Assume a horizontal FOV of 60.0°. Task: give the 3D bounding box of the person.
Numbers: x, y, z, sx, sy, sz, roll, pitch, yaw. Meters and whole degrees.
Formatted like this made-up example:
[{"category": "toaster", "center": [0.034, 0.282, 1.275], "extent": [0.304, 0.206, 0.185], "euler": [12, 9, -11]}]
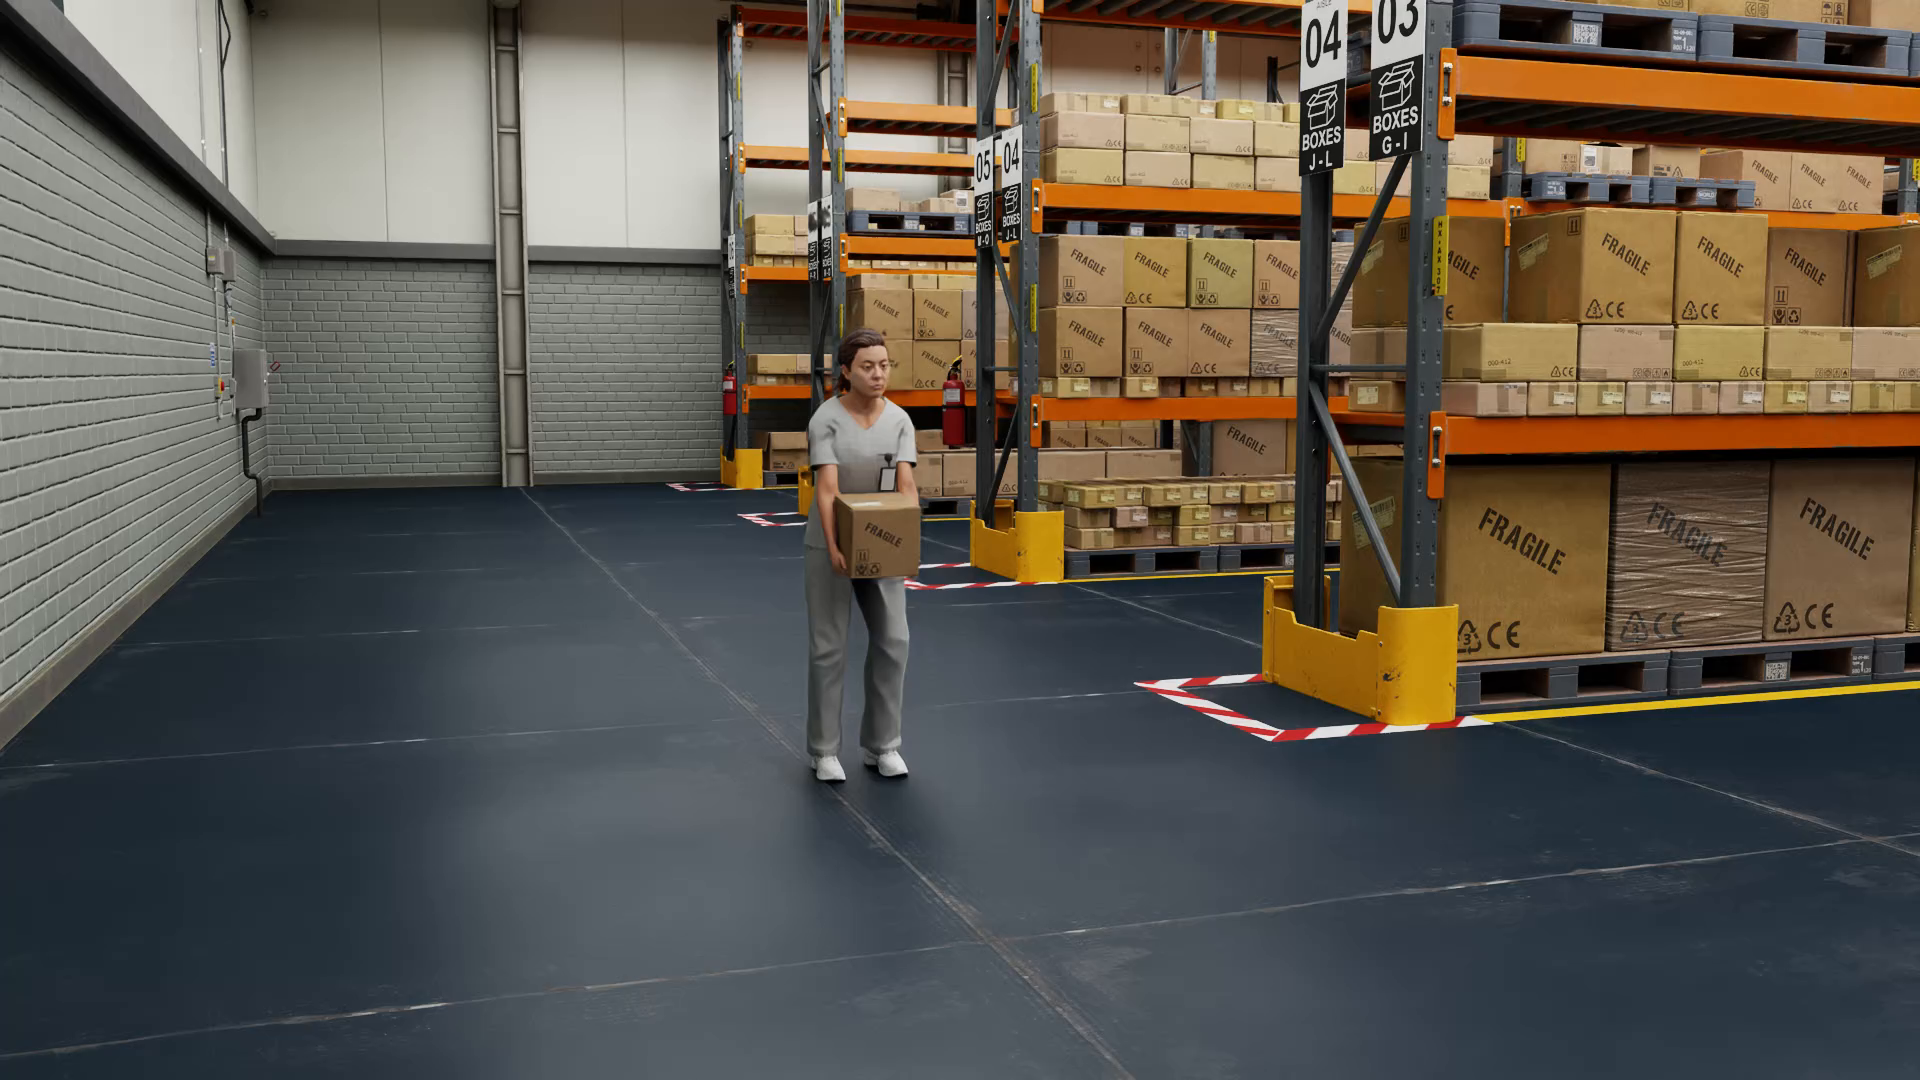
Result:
[{"category": "person", "center": [-0.351, 0.058, 6.090], "extent": [0.410, 1.656, 0.517], "euler": [-2, 6, -20]}]
